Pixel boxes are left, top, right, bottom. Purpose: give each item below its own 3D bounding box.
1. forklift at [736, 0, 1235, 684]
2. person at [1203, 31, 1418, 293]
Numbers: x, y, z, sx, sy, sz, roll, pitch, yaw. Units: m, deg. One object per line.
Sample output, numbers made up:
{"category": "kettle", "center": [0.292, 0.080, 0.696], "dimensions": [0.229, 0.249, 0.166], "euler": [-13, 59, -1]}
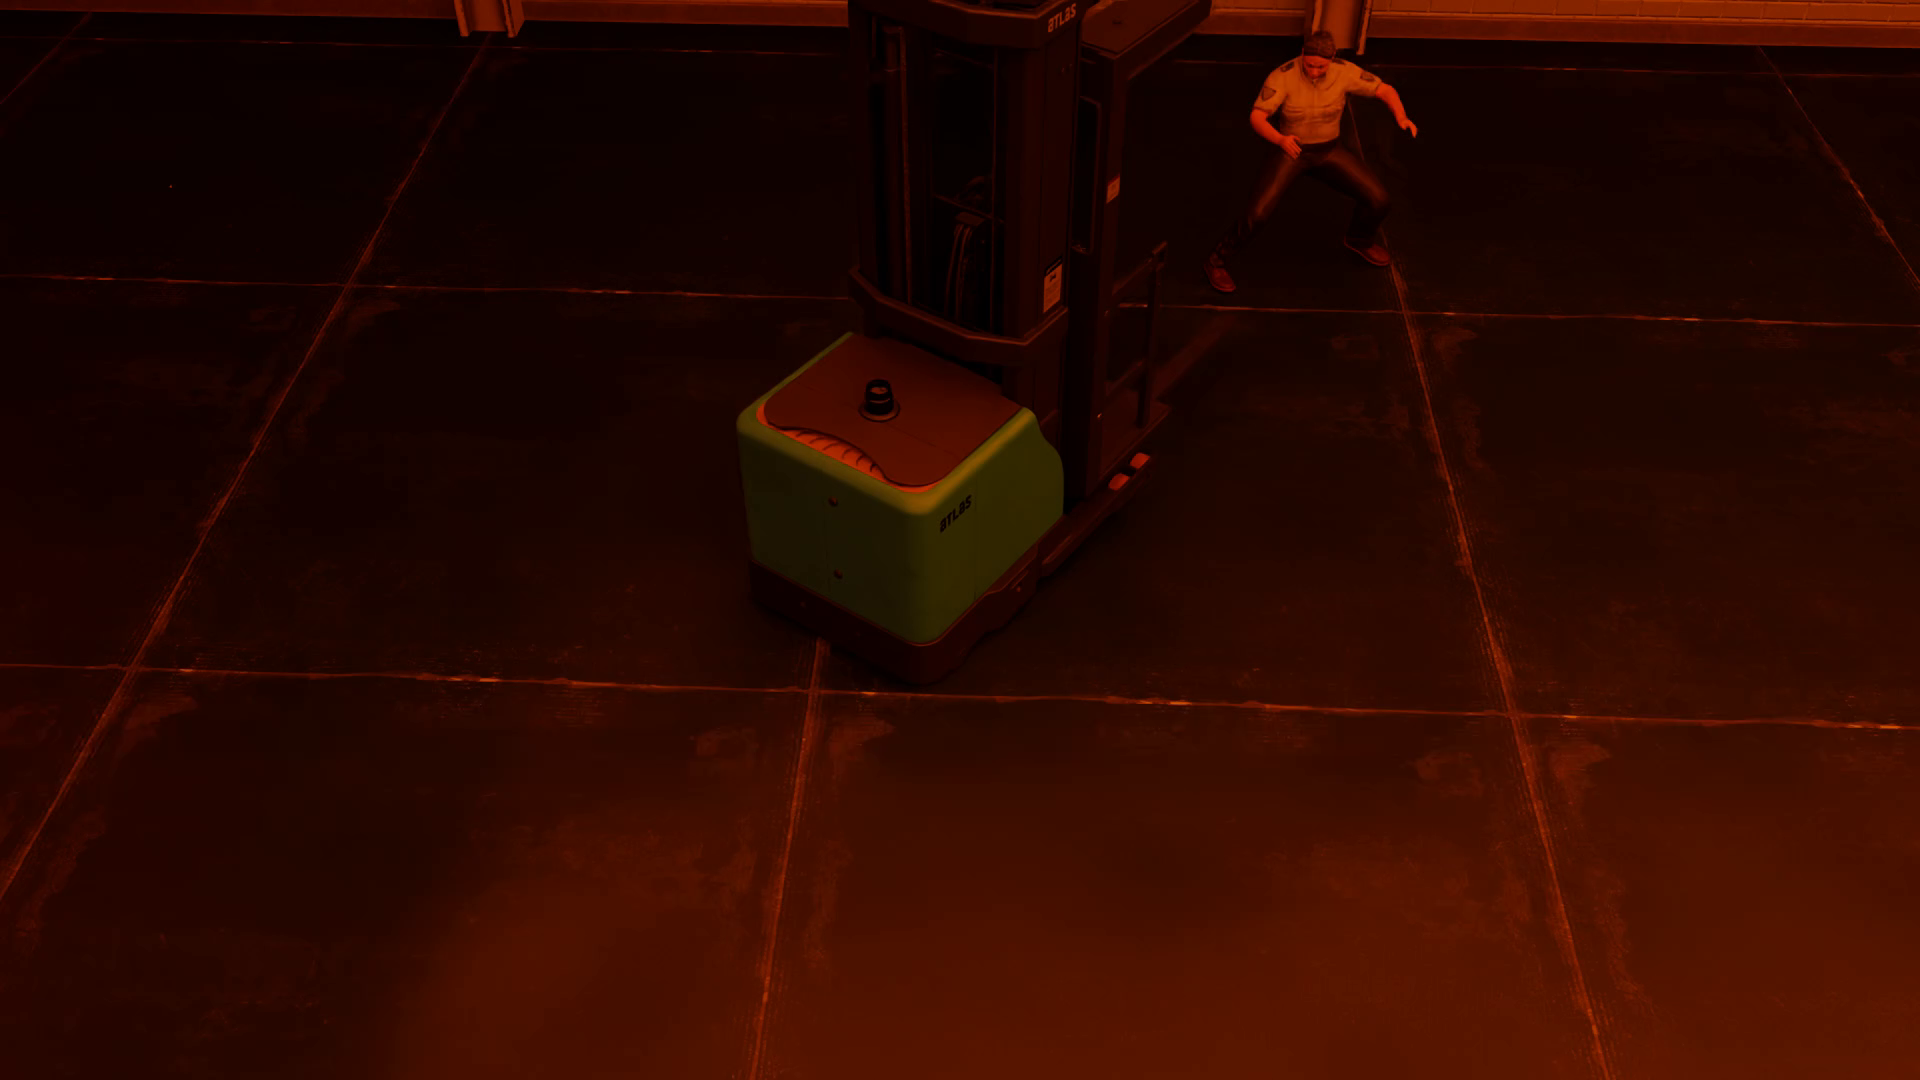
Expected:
{"category": "forklift", "center": [0.319, -1.415, 7.293], "dimensions": [1.130, 2.935, 3.031], "euler": [26, 48, 26]}
{"category": "person", "center": [1.950, -2.083, 9.140], "dimensions": [1.084, 1.425, 0.675], "euler": [1, 42, 1]}
